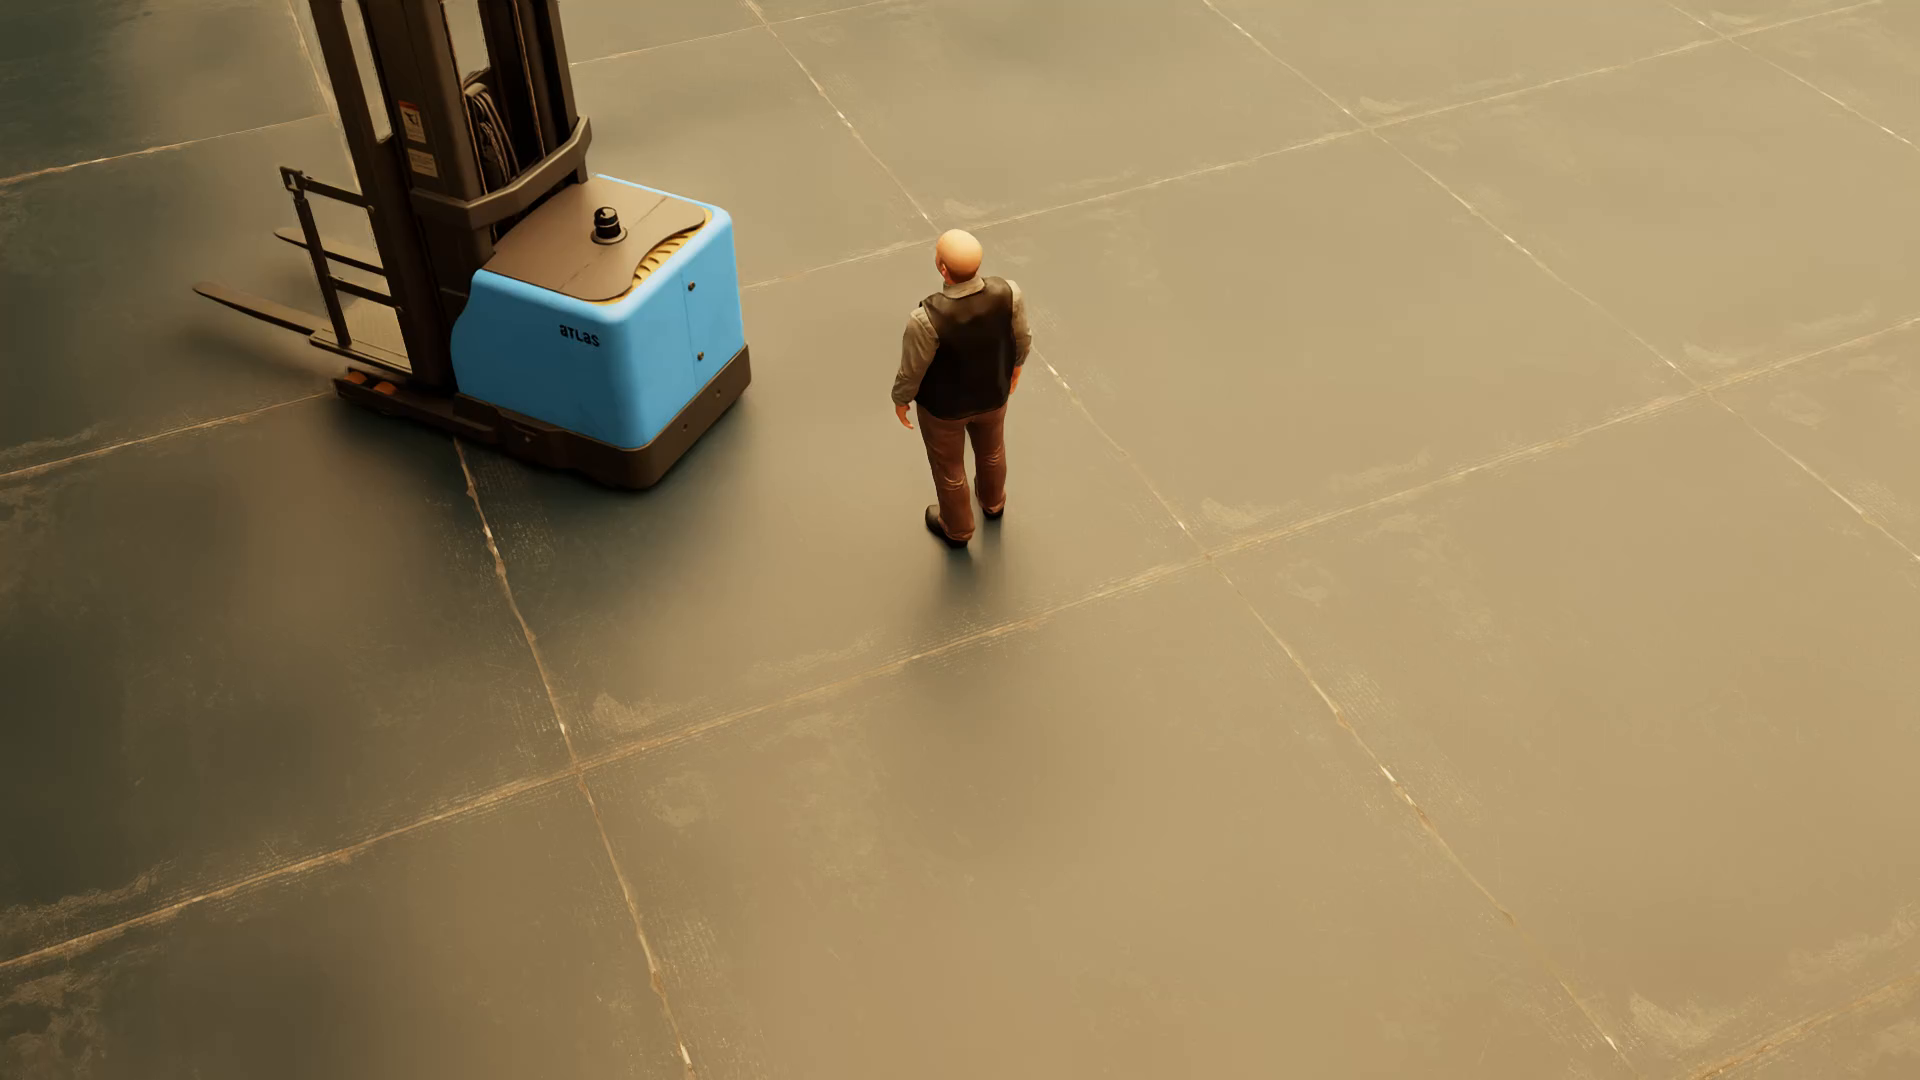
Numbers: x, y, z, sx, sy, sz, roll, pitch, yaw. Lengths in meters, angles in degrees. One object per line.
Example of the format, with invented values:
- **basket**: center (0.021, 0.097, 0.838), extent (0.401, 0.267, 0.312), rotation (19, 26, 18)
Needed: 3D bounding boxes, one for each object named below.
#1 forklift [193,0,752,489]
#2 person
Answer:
- **forklift**: center (-2.633, -2.017, 7.841), extent (3.031, 2.935, 1.130), rotation (19, 46, 19)
- **person**: center (-0.021, -0.676, 7.281), extent (0.634, 1.723, 0.565), rotation (-18, 46, -18)
